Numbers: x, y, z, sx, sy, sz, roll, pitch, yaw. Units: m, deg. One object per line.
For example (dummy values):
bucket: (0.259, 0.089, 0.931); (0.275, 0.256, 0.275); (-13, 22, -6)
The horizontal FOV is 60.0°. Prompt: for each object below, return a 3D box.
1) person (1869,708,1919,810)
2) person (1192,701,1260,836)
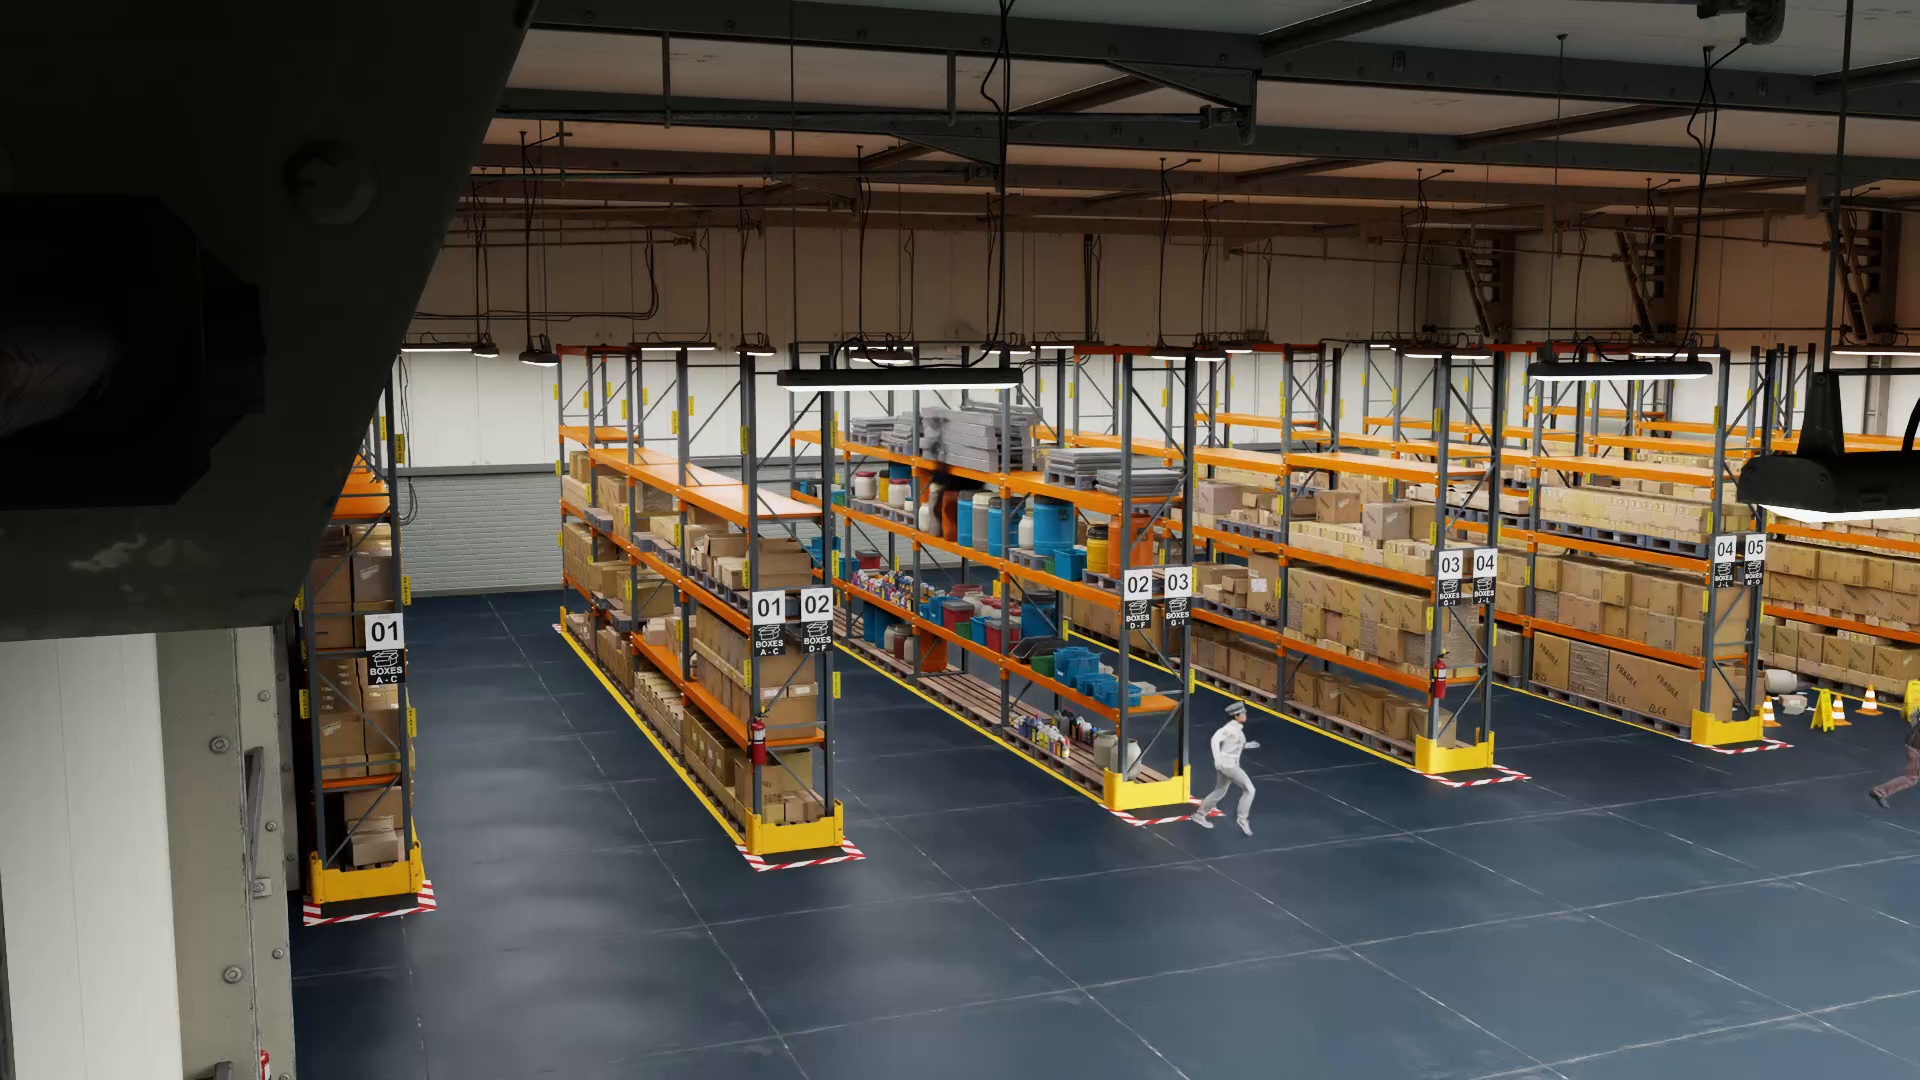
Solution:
person: (12.408, 2.801, 21.599); (0.972, 1.681, 0.669); (1, 7, 10)
person: (3.353, 2.864, 20.840); (0.791, 1.722, 0.636); (1, 7, 9)
